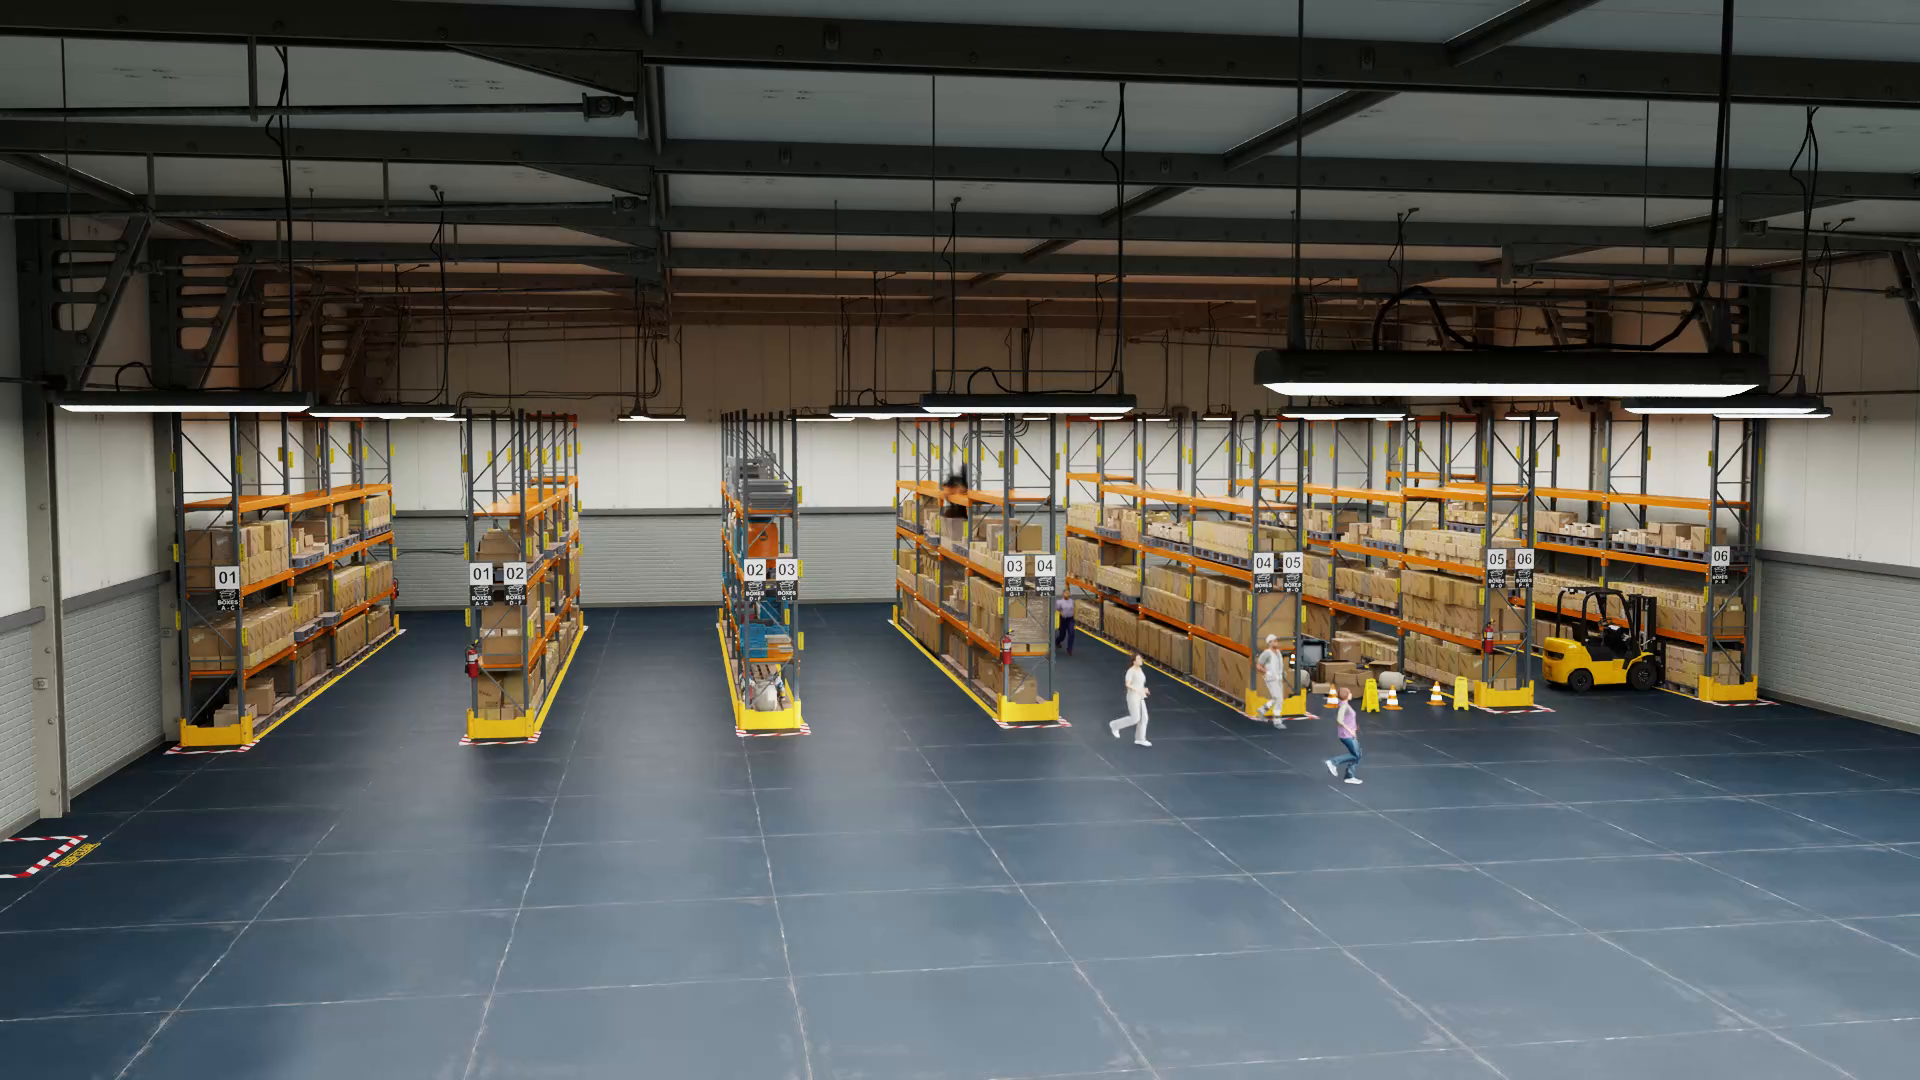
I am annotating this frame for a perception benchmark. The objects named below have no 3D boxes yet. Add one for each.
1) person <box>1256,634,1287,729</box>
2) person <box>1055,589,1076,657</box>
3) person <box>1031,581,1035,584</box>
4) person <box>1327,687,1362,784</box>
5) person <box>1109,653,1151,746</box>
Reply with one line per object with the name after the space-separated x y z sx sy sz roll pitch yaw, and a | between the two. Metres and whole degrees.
5.906 2.671 31.476 0.685 1.778 0.679 3 5 40 | person
2.630 2.041 41.340 0.607 1.648 0.841 -1 4 -16 | person
2.152 1.619 46.349 0.707 1.840 0.797 0 4 -4 | person
6.118 3.105 26.427 0.560 1.542 0.527 1 4 13 | person
3.088 2.837 29.785 0.757 1.656 0.573 2 5 29 | person
